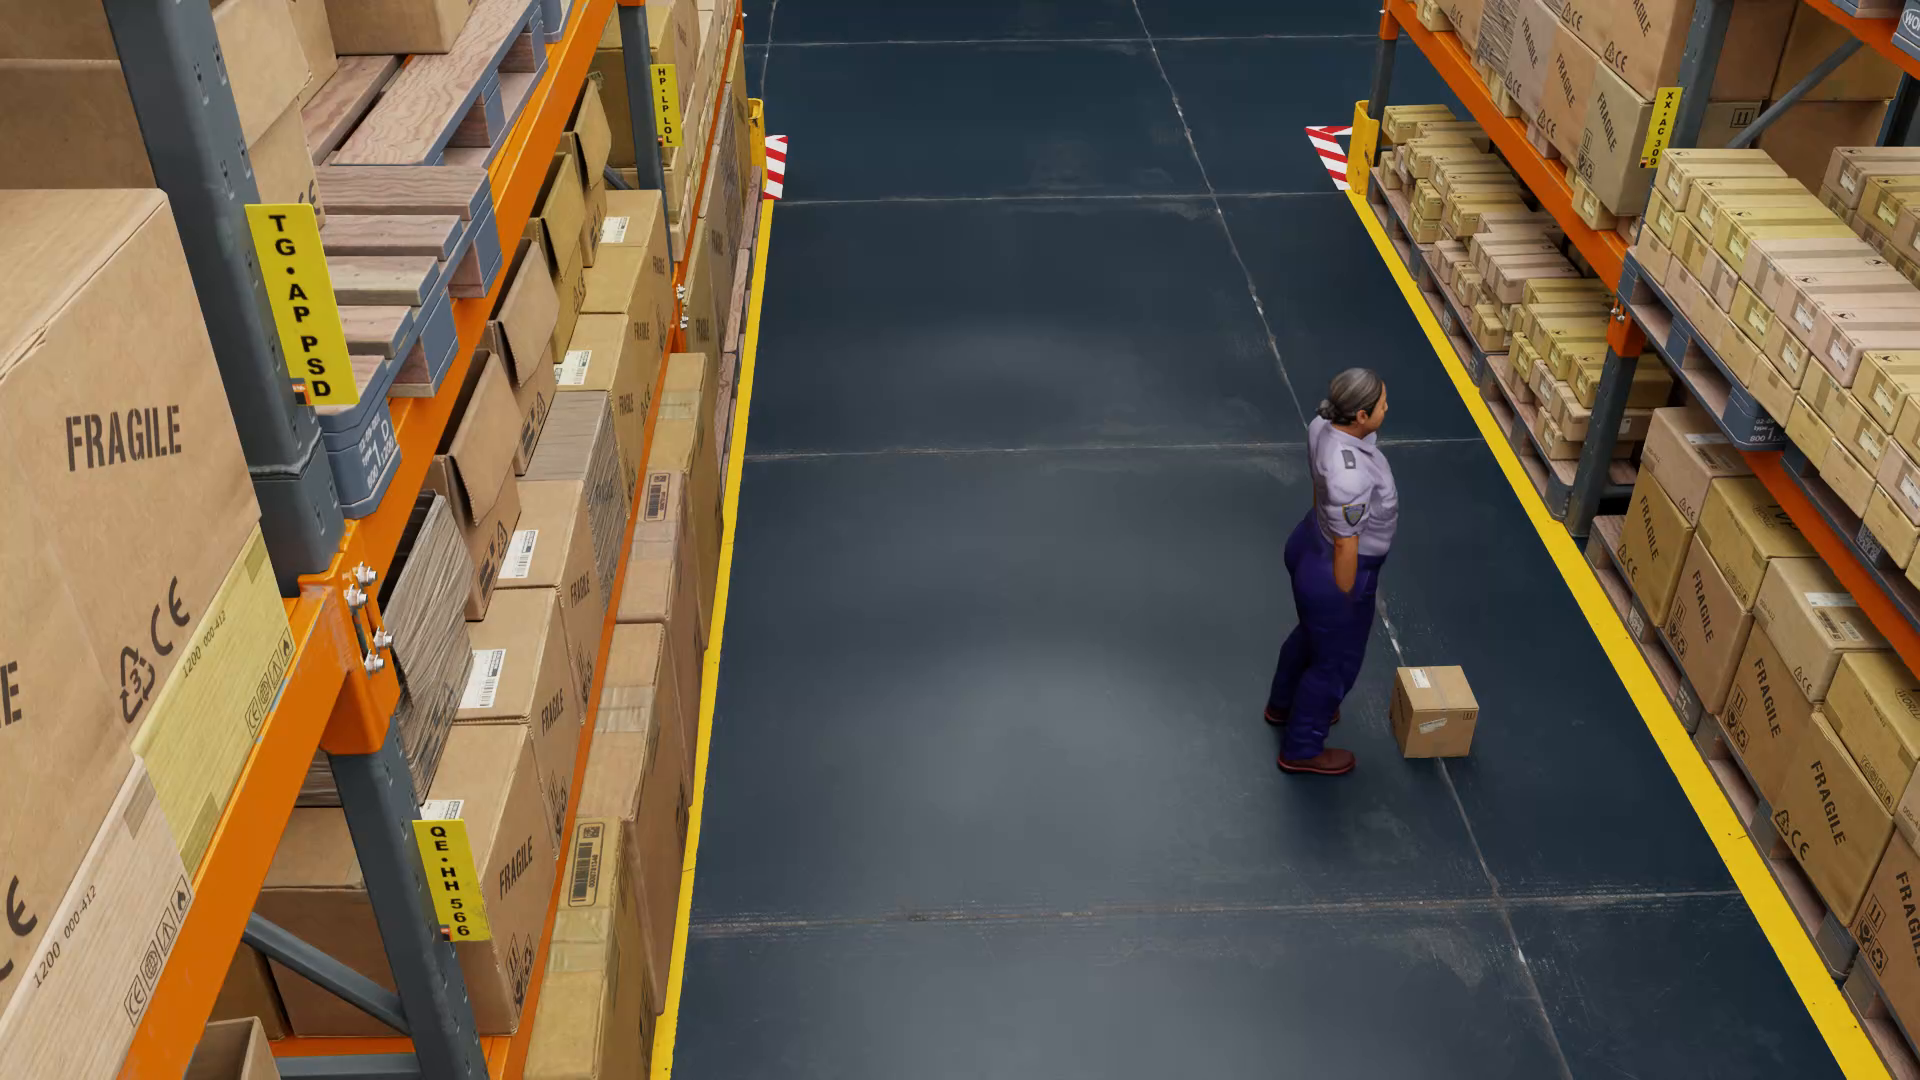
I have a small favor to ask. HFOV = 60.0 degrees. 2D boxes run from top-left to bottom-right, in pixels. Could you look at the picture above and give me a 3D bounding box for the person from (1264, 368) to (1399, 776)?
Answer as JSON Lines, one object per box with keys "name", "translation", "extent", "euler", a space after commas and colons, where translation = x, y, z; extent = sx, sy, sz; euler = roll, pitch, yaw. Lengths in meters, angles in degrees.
{"name": "person", "translation": [1.358, 0.103, 6.020], "extent": [0.342, 1.645, 0.468], "euler": [-1, 35, -1]}
